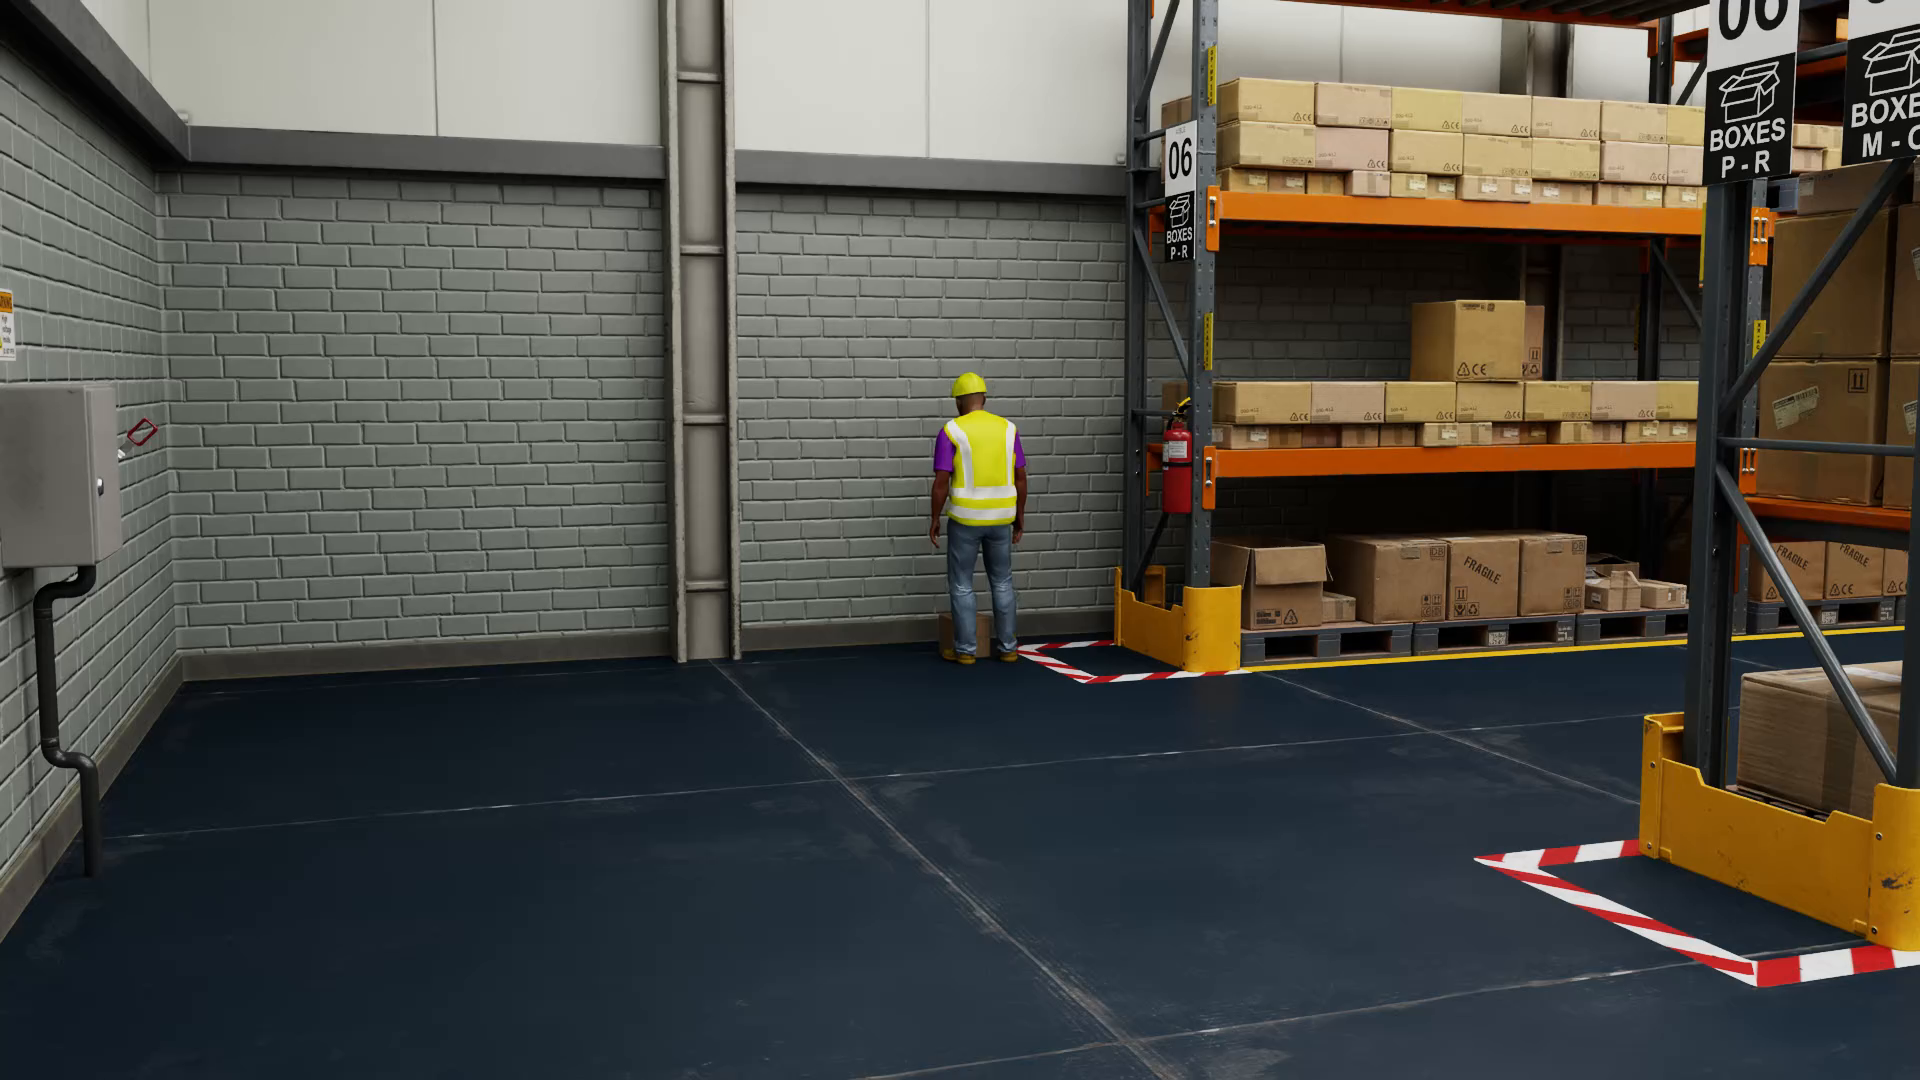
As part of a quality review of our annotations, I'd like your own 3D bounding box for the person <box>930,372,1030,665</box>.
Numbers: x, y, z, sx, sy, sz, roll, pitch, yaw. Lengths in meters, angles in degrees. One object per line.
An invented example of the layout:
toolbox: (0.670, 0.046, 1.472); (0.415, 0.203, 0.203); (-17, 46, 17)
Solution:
person: (0.118, -0.136, 10.095); (0.627, 1.761, 0.456); (-2, 6, -18)
